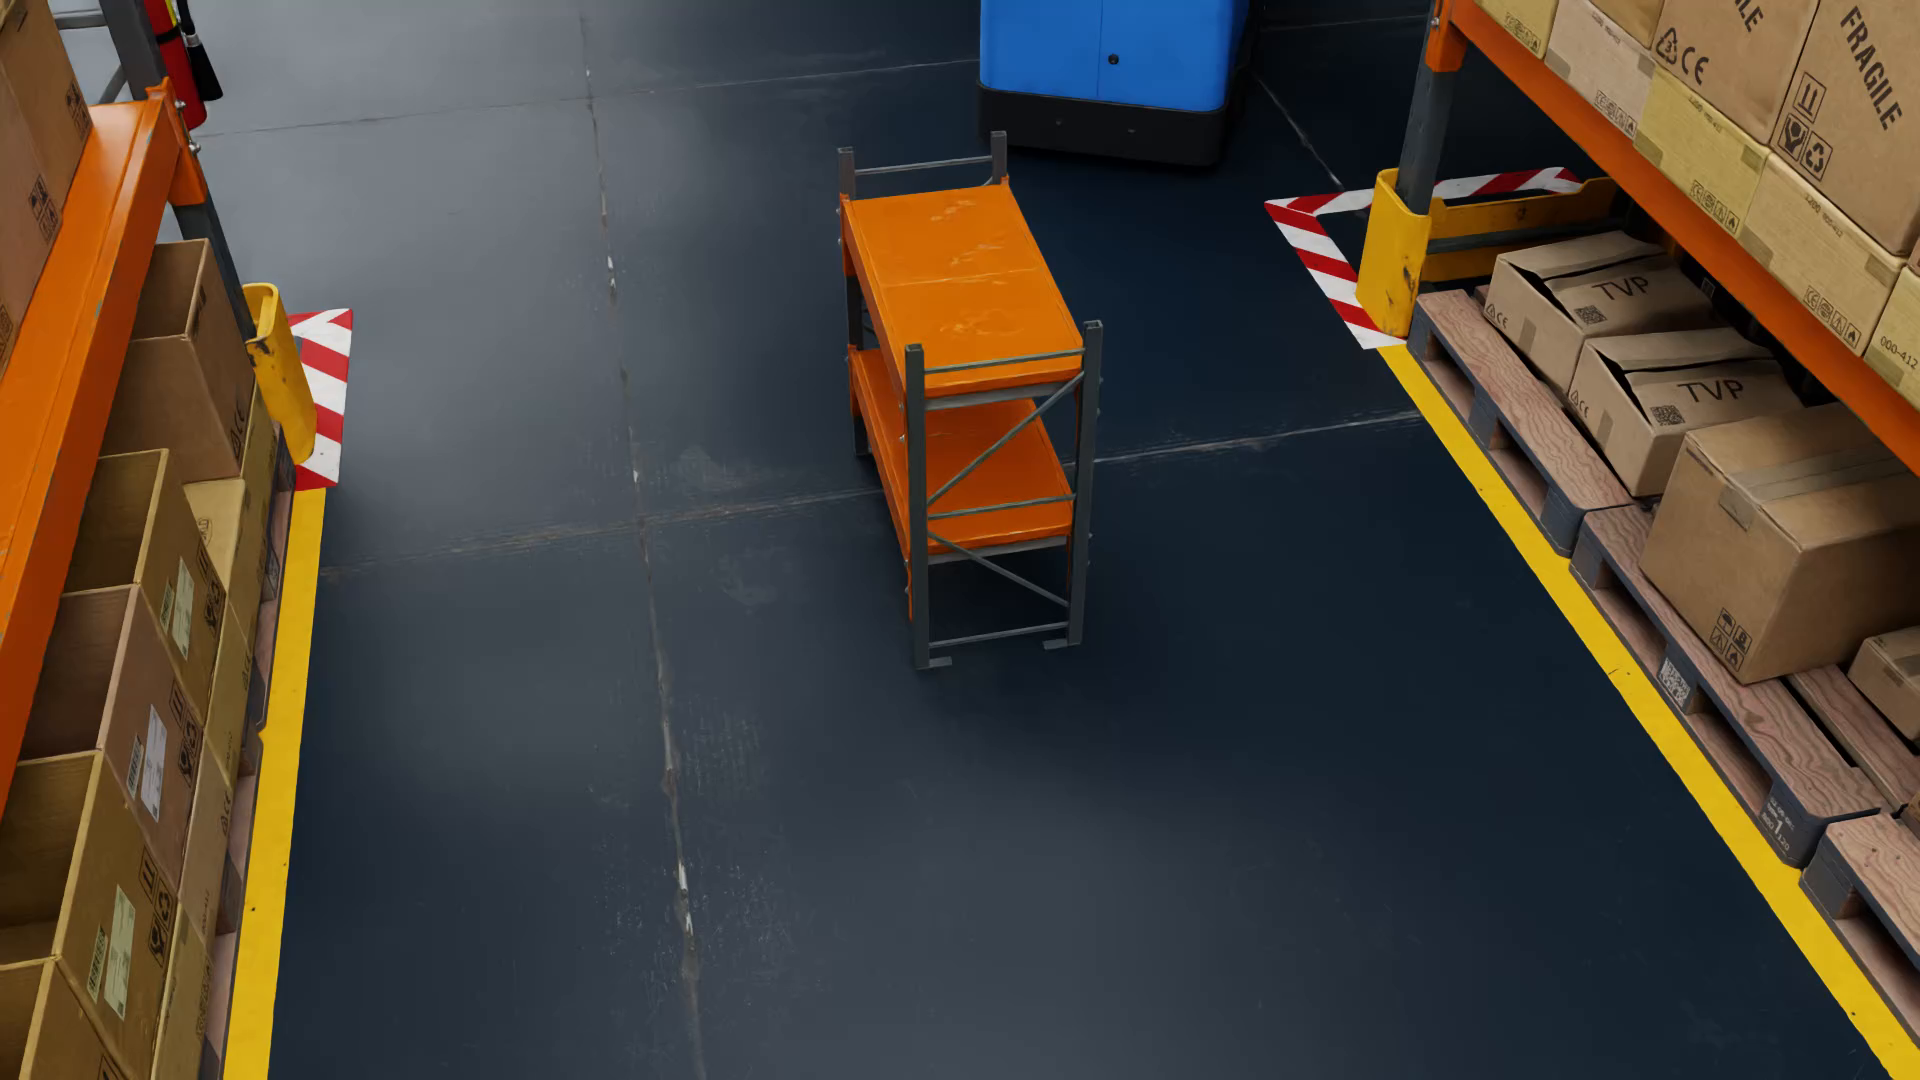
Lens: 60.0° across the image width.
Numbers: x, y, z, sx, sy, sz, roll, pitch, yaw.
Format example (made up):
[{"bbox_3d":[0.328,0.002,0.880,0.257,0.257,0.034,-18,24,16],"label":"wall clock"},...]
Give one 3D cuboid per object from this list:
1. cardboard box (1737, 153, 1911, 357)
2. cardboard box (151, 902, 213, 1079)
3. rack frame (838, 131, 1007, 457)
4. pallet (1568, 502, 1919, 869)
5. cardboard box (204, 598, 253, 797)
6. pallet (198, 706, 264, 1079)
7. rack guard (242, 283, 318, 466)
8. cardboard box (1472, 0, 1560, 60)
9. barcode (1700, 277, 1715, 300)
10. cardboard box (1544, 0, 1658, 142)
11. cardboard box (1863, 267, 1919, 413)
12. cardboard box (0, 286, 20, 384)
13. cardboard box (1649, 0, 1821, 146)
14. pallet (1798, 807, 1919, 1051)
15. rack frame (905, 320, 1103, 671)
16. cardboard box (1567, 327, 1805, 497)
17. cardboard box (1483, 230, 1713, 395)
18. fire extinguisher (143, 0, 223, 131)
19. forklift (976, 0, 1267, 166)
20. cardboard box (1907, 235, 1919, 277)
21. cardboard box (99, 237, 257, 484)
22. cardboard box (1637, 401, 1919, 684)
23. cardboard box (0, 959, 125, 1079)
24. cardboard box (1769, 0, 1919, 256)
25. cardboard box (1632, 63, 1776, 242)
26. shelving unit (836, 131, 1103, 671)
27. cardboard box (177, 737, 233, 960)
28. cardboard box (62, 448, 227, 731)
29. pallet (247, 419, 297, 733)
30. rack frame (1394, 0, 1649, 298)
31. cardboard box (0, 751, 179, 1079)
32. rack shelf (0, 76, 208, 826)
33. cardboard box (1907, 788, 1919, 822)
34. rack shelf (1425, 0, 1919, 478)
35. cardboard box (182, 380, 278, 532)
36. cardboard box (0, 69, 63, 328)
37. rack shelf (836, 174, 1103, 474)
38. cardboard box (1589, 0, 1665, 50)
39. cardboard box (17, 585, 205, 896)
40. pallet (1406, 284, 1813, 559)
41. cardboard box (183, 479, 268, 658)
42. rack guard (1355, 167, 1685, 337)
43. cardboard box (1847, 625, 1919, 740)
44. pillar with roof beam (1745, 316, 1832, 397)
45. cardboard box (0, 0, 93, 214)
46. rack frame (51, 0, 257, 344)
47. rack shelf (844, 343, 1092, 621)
[{"bbox_3d":[2.207,-0.696,3.873,0.500,0.250,0.500,-8,42,-9],"label":"cardboard box"},{"bbox_3d":[-1.908,1.082,3.526,0.500,0.250,0.500,-8,42,-9],"label":"cardboard box"},{"bbox_3d":[-0.108,-0.746,5.243,0.500,1.125,0.032,-8,42,-9],"label":"rack frame"},{"bbox_3d":[2.492,0.313,4.739,1.003,0.211,1.213,-8,42,-9],"label":"pallet"},{"bbox_3d":[-2.128,0.435,4.256,0.500,0.250,0.500,-8,42,-9],"label":"cardboard box"},{"bbox_3d":[-2.296,0.934,4.039,1.003,0.211,1.213,-8,42,-9],"label":"pallet"},{"bbox_3d":[-2.767,-0.469,5.401,1.175,0.500,0.348,-8,42,-9],"label":"rack guard"},{"bbox_3d":[1.870,-1.690,4.992,0.500,0.250,0.500,-9,42,-11],"label":"cardboard box"},{"bbox_3d":[2.531,-0.847,5.632,0.001,0.075,0.075,-8,42,-9],"label":"barcode"},{"bbox_3d":[1.996,-1.355,4.615,0.500,0.250,0.500,-10,42,-11],"label":"cardboard box"},{"bbox_3d":[2.317,-0.370,3.506,0.500,0.250,0.500,-9,42,-10],"label":"cardboard box"},{"bbox_3d":[-2.454,-0.459,3.432,0.700,0.500,0.500,-8,42,-9],"label":"cardboard box"},{"bbox_3d":[2.087,-1.322,4.013,0.500,0.500,0.500,-10,42,-11],"label":"cardboard box"},{"bbox_3d":[2.759,1.105,3.846,1.003,0.211,1.213,-8,42,-9],"label":"pallet"},{"bbox_3d":[0.111,-0.087,4.500,0.500,1.125,0.032,-8,42,-9],"label":"rack frame"},{"bbox_3d":[2.259,-0.428,5.167,0.500,0.311,0.500,-5,42,-6],"label":"cardboard box"},{"bbox_3d":[2.136,-0.798,5.583,0.500,0.311,0.500,-13,43,-14],"label":"cardboard box"},{"bbox_3d":[-2.333,-1.502,4.741,0.296,0.674,0.183,-8,42,-9],"label":"fire extinguisher"},{"bbox_3d":[0.908,-3.632,7.133,1.130,2.935,3.031,9,42,10],"label":"forklift"},{"bbox_3d":[2.322,-0.652,3.258,0.500,0.500,0.500,-9,42,-11],"label":"cardboard box"},{"bbox_3d":[-2.355,-0.492,4.735,0.500,0.500,0.500,-8,42,-9],"label":"cardboard box"},{"bbox_3d":[2.369,-0.016,4.560,0.700,0.500,0.500,-11,43,-12],"label":"cardboard box"},{"bbox_3d":[-1.808,1.127,2.911,0.500,0.500,0.500,-8,42,-9],"label":"cardboard box"},{"bbox_3d":[2.210,-0.989,3.638,0.500,0.500,0.500,-7,42,-8],"label":"cardboard box"},{"bbox_3d":[2.100,-1.024,4.242,0.500,0.250,0.500,-9,42,-10],"label":"cardboard box"},{"bbox_3d":[0.001,-0.416,4.872,0.538,1.125,1.048,-8,42,-9],"label":"shelving unit"},{"bbox_3d":[-2.022,0.759,3.890,0.500,0.250,0.500,-8,42,-9],"label":"cardboard box"},{"bbox_3d":[-2.125,0.154,4.007,0.500,0.500,0.500,-8,42,-9],"label":"cardboard box"},{"bbox_3d":[-2.556,0.144,4.928,1.003,0.211,1.213,-8,42,-9],"label":"pallet"},{"bbox_3d":[2.075,-2.100,5.356,1.000,3.000,0.127,-8,42,-9],"label":"rack frame"},{"bbox_3d":[-1.908,0.802,3.277,0.500,0.500,0.500,-8,42,-9],"label":"cardboard box"},{"bbox_3d":[-2.330,0.177,3.332,1.077,0.370,4.000,-8,42,-9],"label":"rack shelf"},{"bbox_3d":[2.675,0.596,3.871,0.500,0.500,0.500,-11,43,-12],"label":"cardboard box"},{"bbox_3d":[2.506,-0.535,4.135,1.077,0.370,4.000,-8,42,-9],"label":"rack shelf"},{"bbox_3d":[-2.357,-0.211,4.984,0.500,0.250,0.500,-8,42,-9],"label":"cardboard box"},{"bbox_3d":[-2.555,-0.781,3.795,0.700,0.500,0.500,-7,42,-8],"label":"cardboard box"},{"bbox_3d":[0.001,-0.635,4.677,0.538,0.278,1.000,-8,42,-9],"label":"rack shelf"},{"bbox_3d":[1.981,-1.658,4.391,0.500,0.500,0.500,-8,42,-9],"label":"cardboard box"},{"bbox_3d":[-2.018,0.478,3.642,0.500,0.500,0.500,-8,42,-9],"label":"cardboard box"},{"bbox_3d":[2.232,-0.476,5.628,1.003,0.211,1.213,-8,42,-9],"label":"pallet"},{"bbox_3d":[-2.238,0.111,4.620,0.500,0.250,0.500,-8,42,-9],"label":"cardboard box"},{"bbox_3d":[2.091,-1.116,6.131,1.175,0.500,0.348,-8,42,-9],"label":"rack guard"},{"bbox_3d":[2.612,0.355,4.407,0.380,0.149,0.250,-12,43,-13],"label":"cardboard box"},{"bbox_3d":[-1.133,-3.397,2.298,9.100,9.000,0.400,-8,42,-9],"label":"pillar with roof beam"},{"bbox_3d":[-2.673,-1.121,4.178,0.700,0.500,0.500,-8,42,-9],"label":"cardboard box"},{"bbox_3d":[-2.762,-1.388,4.554,1.000,3.000,0.127,-8,42,-9],"label":"rack frame"},{"bbox_3d":[0.001,-0.233,5.034,0.538,0.278,1.000,-8,42,-9],"label":"rack shelf"}]
